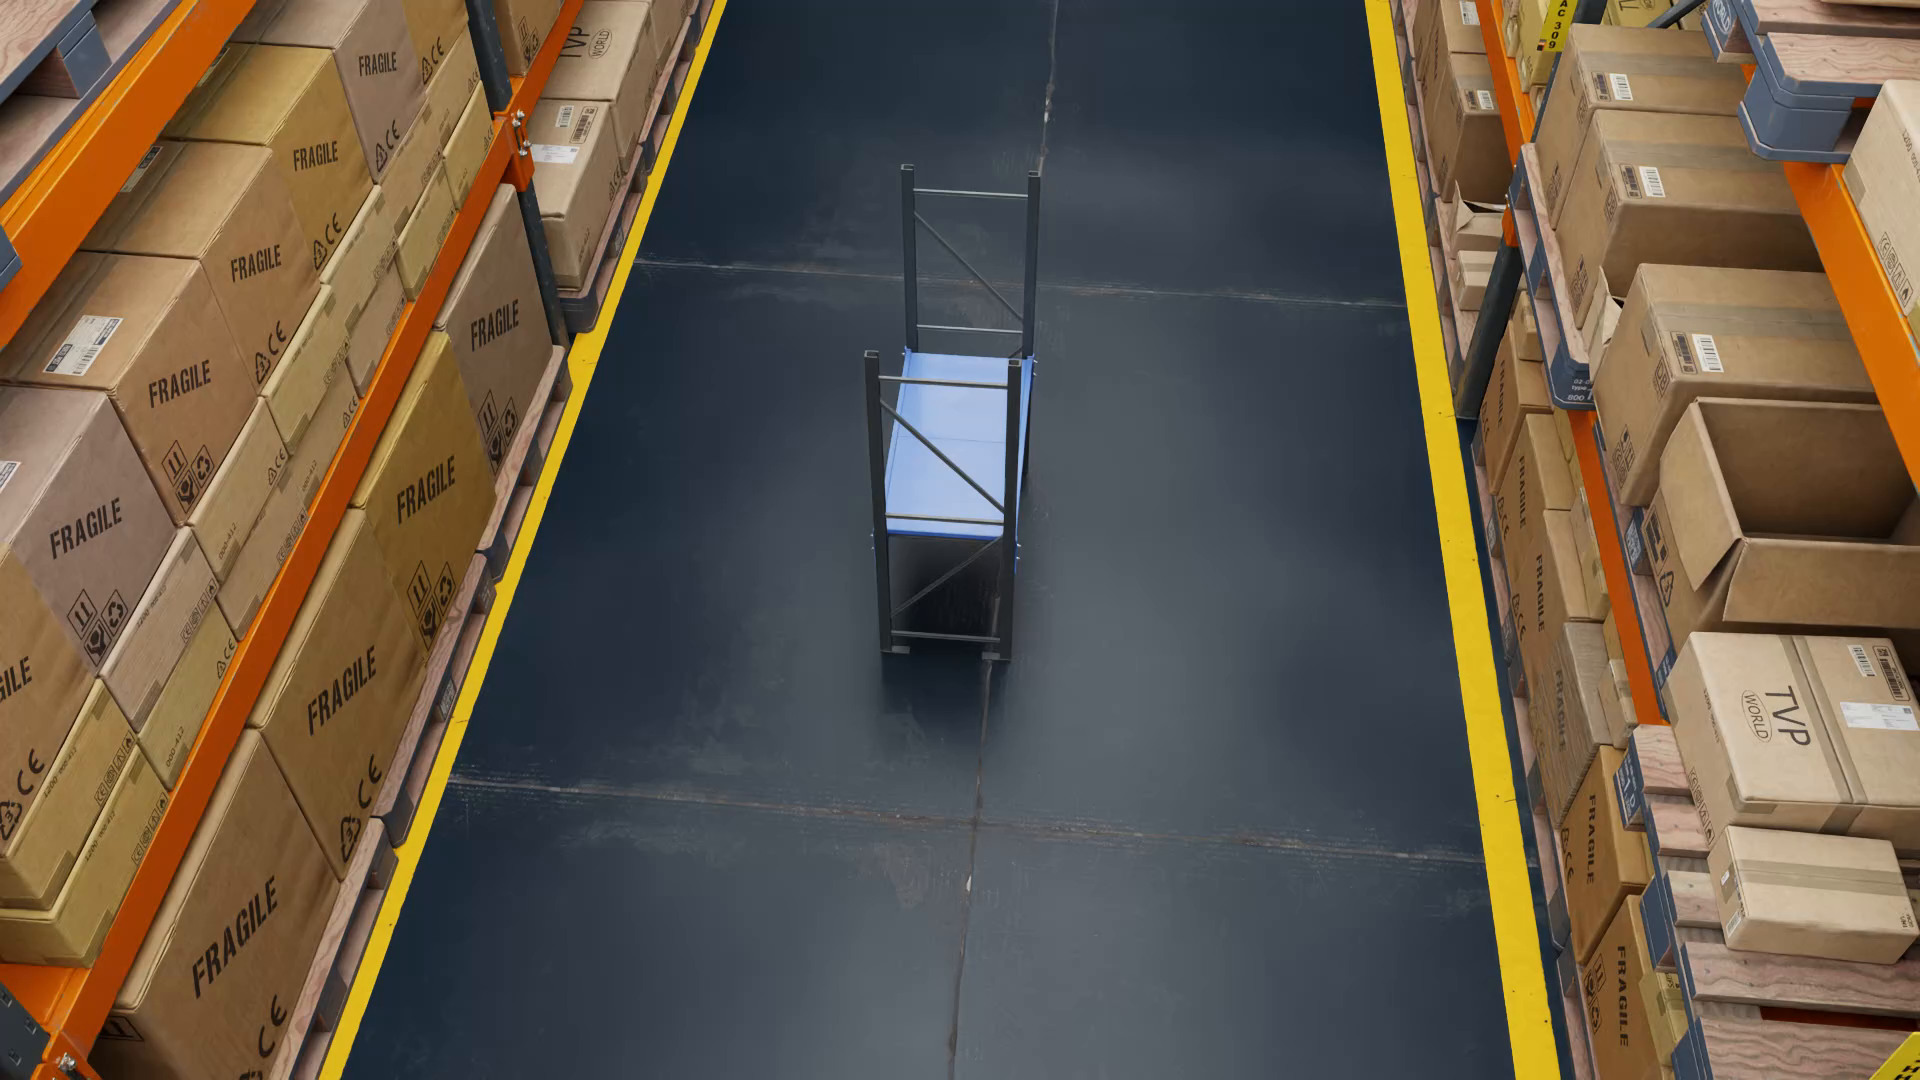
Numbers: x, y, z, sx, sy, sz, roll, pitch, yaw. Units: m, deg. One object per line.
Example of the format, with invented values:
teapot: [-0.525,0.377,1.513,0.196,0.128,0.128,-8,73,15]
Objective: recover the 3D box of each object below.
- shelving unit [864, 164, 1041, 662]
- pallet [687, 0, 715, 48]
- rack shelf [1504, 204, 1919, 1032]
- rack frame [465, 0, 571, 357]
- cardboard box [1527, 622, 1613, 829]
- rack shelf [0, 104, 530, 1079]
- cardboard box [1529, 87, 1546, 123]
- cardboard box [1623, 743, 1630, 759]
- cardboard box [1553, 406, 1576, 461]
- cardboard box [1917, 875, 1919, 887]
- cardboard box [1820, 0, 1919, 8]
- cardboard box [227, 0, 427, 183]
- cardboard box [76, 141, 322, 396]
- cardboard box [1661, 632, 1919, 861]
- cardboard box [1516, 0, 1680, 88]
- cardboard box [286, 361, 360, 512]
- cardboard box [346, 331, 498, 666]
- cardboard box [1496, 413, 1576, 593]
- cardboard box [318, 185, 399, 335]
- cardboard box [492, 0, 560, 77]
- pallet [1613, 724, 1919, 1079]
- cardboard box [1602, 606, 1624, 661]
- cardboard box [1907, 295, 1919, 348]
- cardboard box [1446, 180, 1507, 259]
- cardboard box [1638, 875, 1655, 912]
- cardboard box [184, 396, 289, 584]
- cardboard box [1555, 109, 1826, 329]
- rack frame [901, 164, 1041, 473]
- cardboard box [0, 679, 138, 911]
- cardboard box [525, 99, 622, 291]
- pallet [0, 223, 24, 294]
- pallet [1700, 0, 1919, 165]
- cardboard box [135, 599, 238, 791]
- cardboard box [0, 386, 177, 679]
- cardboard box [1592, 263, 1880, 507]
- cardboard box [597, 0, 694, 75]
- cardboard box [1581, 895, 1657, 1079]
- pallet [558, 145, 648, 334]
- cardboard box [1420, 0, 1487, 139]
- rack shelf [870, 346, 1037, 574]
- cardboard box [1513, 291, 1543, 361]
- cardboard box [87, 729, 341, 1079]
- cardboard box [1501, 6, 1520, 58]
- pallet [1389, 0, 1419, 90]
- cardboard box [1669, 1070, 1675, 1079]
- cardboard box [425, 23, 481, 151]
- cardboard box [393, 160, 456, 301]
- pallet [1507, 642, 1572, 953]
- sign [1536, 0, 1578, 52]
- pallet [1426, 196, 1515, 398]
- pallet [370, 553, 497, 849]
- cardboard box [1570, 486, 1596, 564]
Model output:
shelving unit: [-0.008,-0.443,6.165,0.538,1.500,1.048,4,48,4]
pallet: [-1.907,-3.285,9.637,1.003,0.211,1.213,4,48,4]
rack shelf: [2.484,0.164,5.081,1.077,0.370,4.000,4,48,4]
rack frame: [-2.277,-1.879,6.462,1.000,3.000,0.127,4,48,4]
cardboard box: [2.257,0.633,5.574,0.500,0.500,0.500,2,48,2]
rack shelf: [-2.459,-0.167,5.383,1.077,0.370,4.000,4,48,4]
cardboard box: [2.444,-1.715,6.482,0.380,0.149,0.250,4,48,4]
cardboard box: [2.248,0.726,5.048,0.380,0.149,0.250,3,48,3]
cardboard box: [2.409,-0.422,6.099,0.380,0.149,0.250,2,48,2]
cardboard box: [2.505,0.848,3.615,0.500,0.500,0.500,6,48,5]
cardboard box: [2.129,-1.327,3.742,0.380,0.149,0.250,5,48,4]
cardboard box: [-2.107,-1.525,5.392,0.500,0.500,0.500,5,48,4]
cardboard box: [-2.205,-0.772,4.704,0.500,0.500,0.500,5,48,4]
cardboard box: [2.076,0.503,4.100,0.500,0.250,0.500,2,48,2]
cardboard box: [2.470,-1.989,6.462,0.500,0.250,0.500,5,48,5]
cardboard box: [-2.222,-0.359,5.173,0.500,0.250,0.500,4,48,4]
cardboard box: [-2.328,-0.179,6.062,0.875,0.875,0.875,5,48,5]
cardboard box: [2.360,-0.114,6.257,0.500,0.500,0.500,3,48,3]
cardboard box: [-2.154,-0.908,5.337,0.500,0.250,0.500,5,48,4]
cardboard box: [-1.973,-2.240,6.725,0.500,0.500,0.500,5,48,5]
pallet: [2.294,0.953,4.002,1.213,0.211,1.003,4,48,4]
cardboard box: [2.317,0.344,5.398,0.380,0.149,0.250,4,48,4]
cardboard box: [2.152,-0.334,3.117,0.500,0.250,0.500,4,48,4]
cardboard box: [2.458,-1.459,7.646,0.396,0.266,0.258,5,48,5]
cardboard box: [2.157,1.101,4.706,0.380,0.149,0.250,2,48,2]
cardboard box: [-2.243,-0.159,4.652,0.500,0.250,0.500,4,48,3]
cardboard box: [2.353,-1.003,5.308,0.700,0.500,0.500,4,48,4]
rack frame: [0.039,-0.817,6.507,0.500,1.500,0.032,4,48,4]
cardboard box: [-2.349,0.586,3.970,0.500,0.250,0.500,4,48,3]
cardboard box: [-2.112,-1.611,7.668,0.875,0.438,0.875,3,48,3]
pallet: [-2.635,-0.365,3.173,1.213,0.211,1.003,6,48,5]
pallet: [2.446,-1.261,3.991,1.213,0.211,1.003,4,48,4]
cardboard box: [-2.317,0.389,4.489,0.500,0.250,0.500,3,48,2]
cardboard box: [-2.317,-0.022,4.018,0.500,0.500,0.500,4,48,4]
cardboard box: [2.281,-0.426,4.781,0.700,0.500,0.500,4,48,3]
cardboard box: [-1.948,-2.931,8.876,0.875,0.438,0.875,5,48,5]
cardboard box: [2.183,1.401,4.872,0.500,0.500,0.500,3,48,3]
pallet: [-2.129,-1.492,7.997,1.003,0.211,1.213,4,48,4]
cardboard box: [2.617,-2.335,8.289,0.500,0.500,0.500,5,48,4]
rack shelf: [-0.008,-0.322,6.298,0.538,0.185,1.000,4,48,4]
cardboard box: [2.369,-0.820,6.463,0.380,0.149,0.250,6,48,5]
cardboard box: [-2.495,1.133,4.862,0.875,0.875,0.875,3,48,3]
cardboard box: [2.446,-2.100,6.834,0.380,0.149,0.250,5,48,5]
pallet: [2.953,-2.905,9.290,1.003,0.211,1.213,4,48,4]
cardboard box: [2.095,1.494,4.347,0.380,0.149,0.250,2,48,2]
cardboard box: [-2.075,-1.657,6.022,0.500,0.250,0.500,4,48,3]
cardboard box: [-2.114,-1.108,5.858,0.500,0.250,0.500,3,48,3]
pallet: [2.522,0.892,5.817,1.003,0.211,1.213,4,48,4]
sign: [2.126,-1.871,5.868,0.100,0.325,0.005,4,48,4]
pallet: [2.730,-1.112,7.650,1.003,0.211,1.213,4,48,4]
pallet: [-2.380,0.533,6.146,1.003,0.211,1.213,4,48,4]
cardboard box: [2.337,-0.038,5.748,0.380,0.149,0.250,4,48,3]
